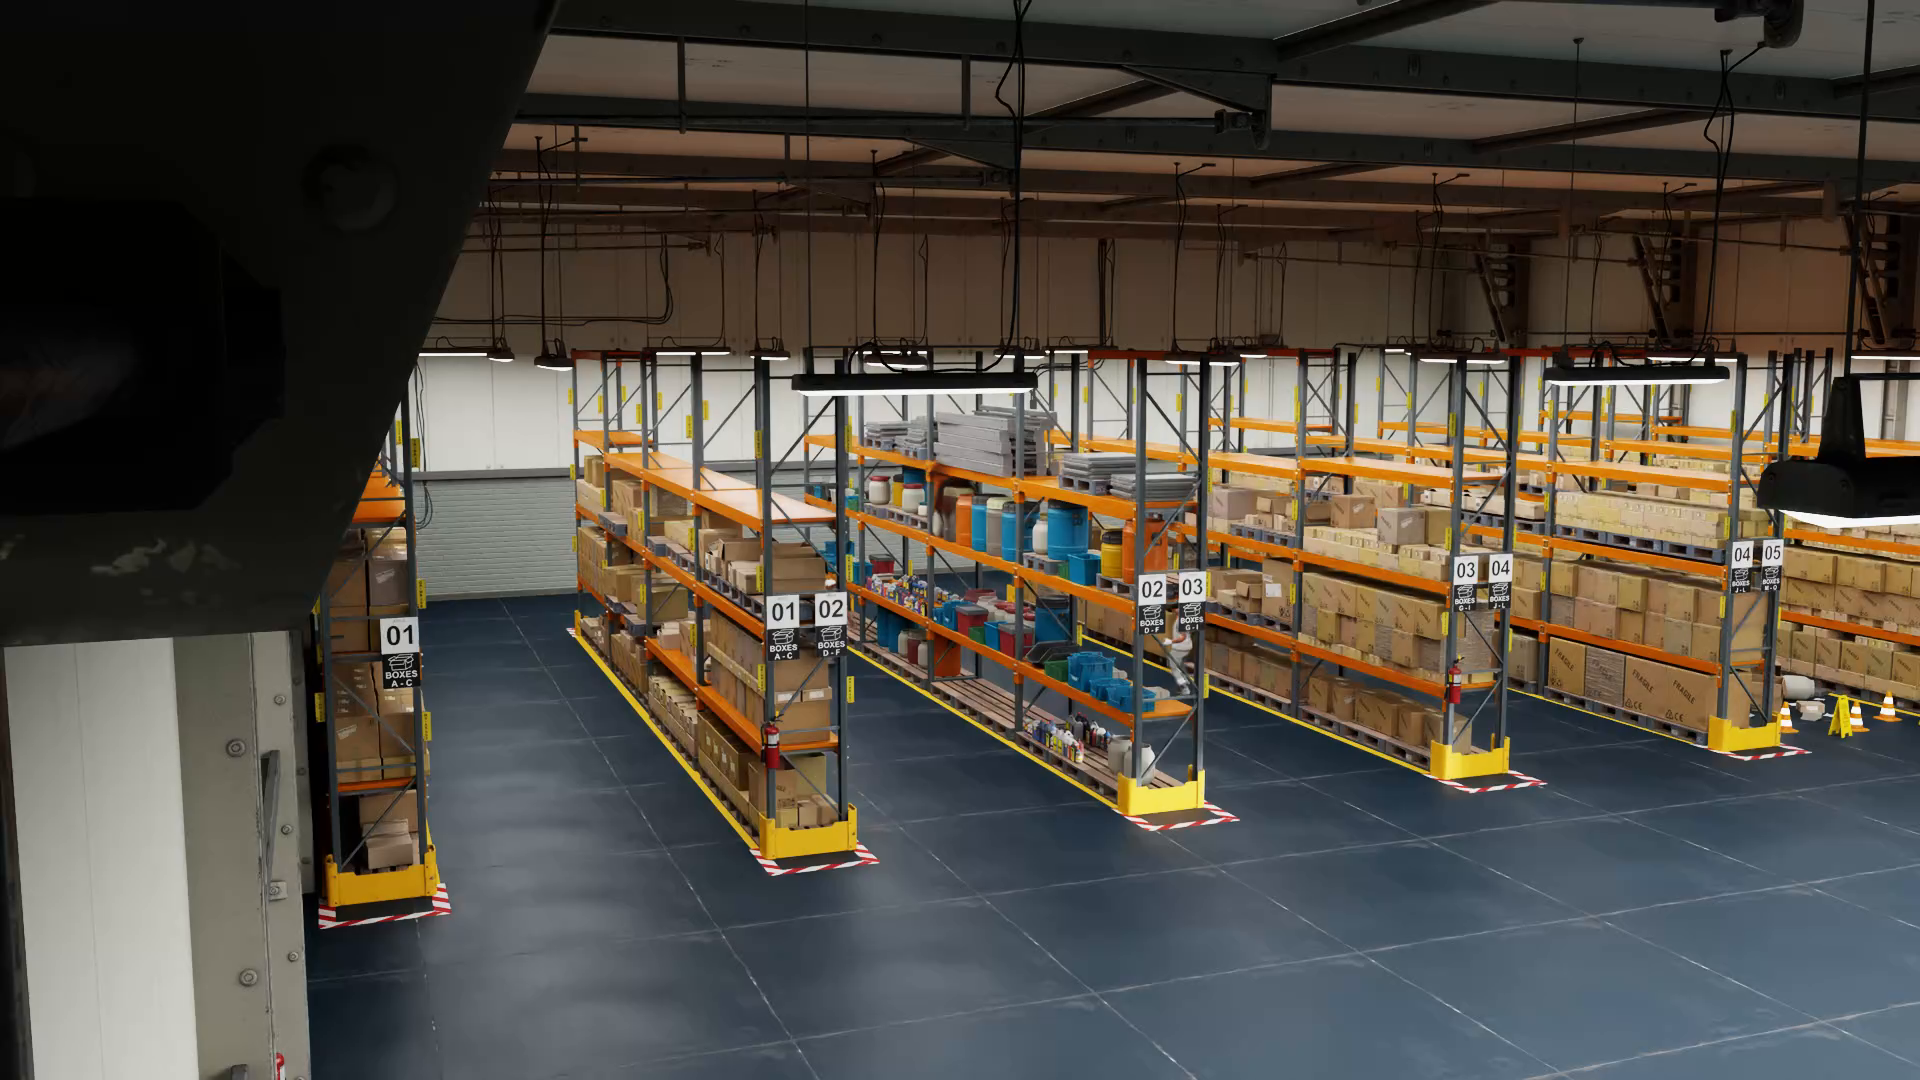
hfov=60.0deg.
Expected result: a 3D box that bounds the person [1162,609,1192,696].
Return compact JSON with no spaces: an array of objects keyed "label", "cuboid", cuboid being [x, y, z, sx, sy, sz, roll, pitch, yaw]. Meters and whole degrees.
[{"label":"person","cuboid":[3.802,1.874,28.988,0.542,1.720,0.742,5,9,34]}]

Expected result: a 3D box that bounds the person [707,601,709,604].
[{"label":"person","cuboid":[-5.812,0.603,39.145,0.672,1.744,1.097,2,7,16]}]

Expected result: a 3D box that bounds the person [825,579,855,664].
[{"label":"person","cuboid":[-2.354,1.571,31.241,0.671,1.676,1.060,-3,8,-22]}]
